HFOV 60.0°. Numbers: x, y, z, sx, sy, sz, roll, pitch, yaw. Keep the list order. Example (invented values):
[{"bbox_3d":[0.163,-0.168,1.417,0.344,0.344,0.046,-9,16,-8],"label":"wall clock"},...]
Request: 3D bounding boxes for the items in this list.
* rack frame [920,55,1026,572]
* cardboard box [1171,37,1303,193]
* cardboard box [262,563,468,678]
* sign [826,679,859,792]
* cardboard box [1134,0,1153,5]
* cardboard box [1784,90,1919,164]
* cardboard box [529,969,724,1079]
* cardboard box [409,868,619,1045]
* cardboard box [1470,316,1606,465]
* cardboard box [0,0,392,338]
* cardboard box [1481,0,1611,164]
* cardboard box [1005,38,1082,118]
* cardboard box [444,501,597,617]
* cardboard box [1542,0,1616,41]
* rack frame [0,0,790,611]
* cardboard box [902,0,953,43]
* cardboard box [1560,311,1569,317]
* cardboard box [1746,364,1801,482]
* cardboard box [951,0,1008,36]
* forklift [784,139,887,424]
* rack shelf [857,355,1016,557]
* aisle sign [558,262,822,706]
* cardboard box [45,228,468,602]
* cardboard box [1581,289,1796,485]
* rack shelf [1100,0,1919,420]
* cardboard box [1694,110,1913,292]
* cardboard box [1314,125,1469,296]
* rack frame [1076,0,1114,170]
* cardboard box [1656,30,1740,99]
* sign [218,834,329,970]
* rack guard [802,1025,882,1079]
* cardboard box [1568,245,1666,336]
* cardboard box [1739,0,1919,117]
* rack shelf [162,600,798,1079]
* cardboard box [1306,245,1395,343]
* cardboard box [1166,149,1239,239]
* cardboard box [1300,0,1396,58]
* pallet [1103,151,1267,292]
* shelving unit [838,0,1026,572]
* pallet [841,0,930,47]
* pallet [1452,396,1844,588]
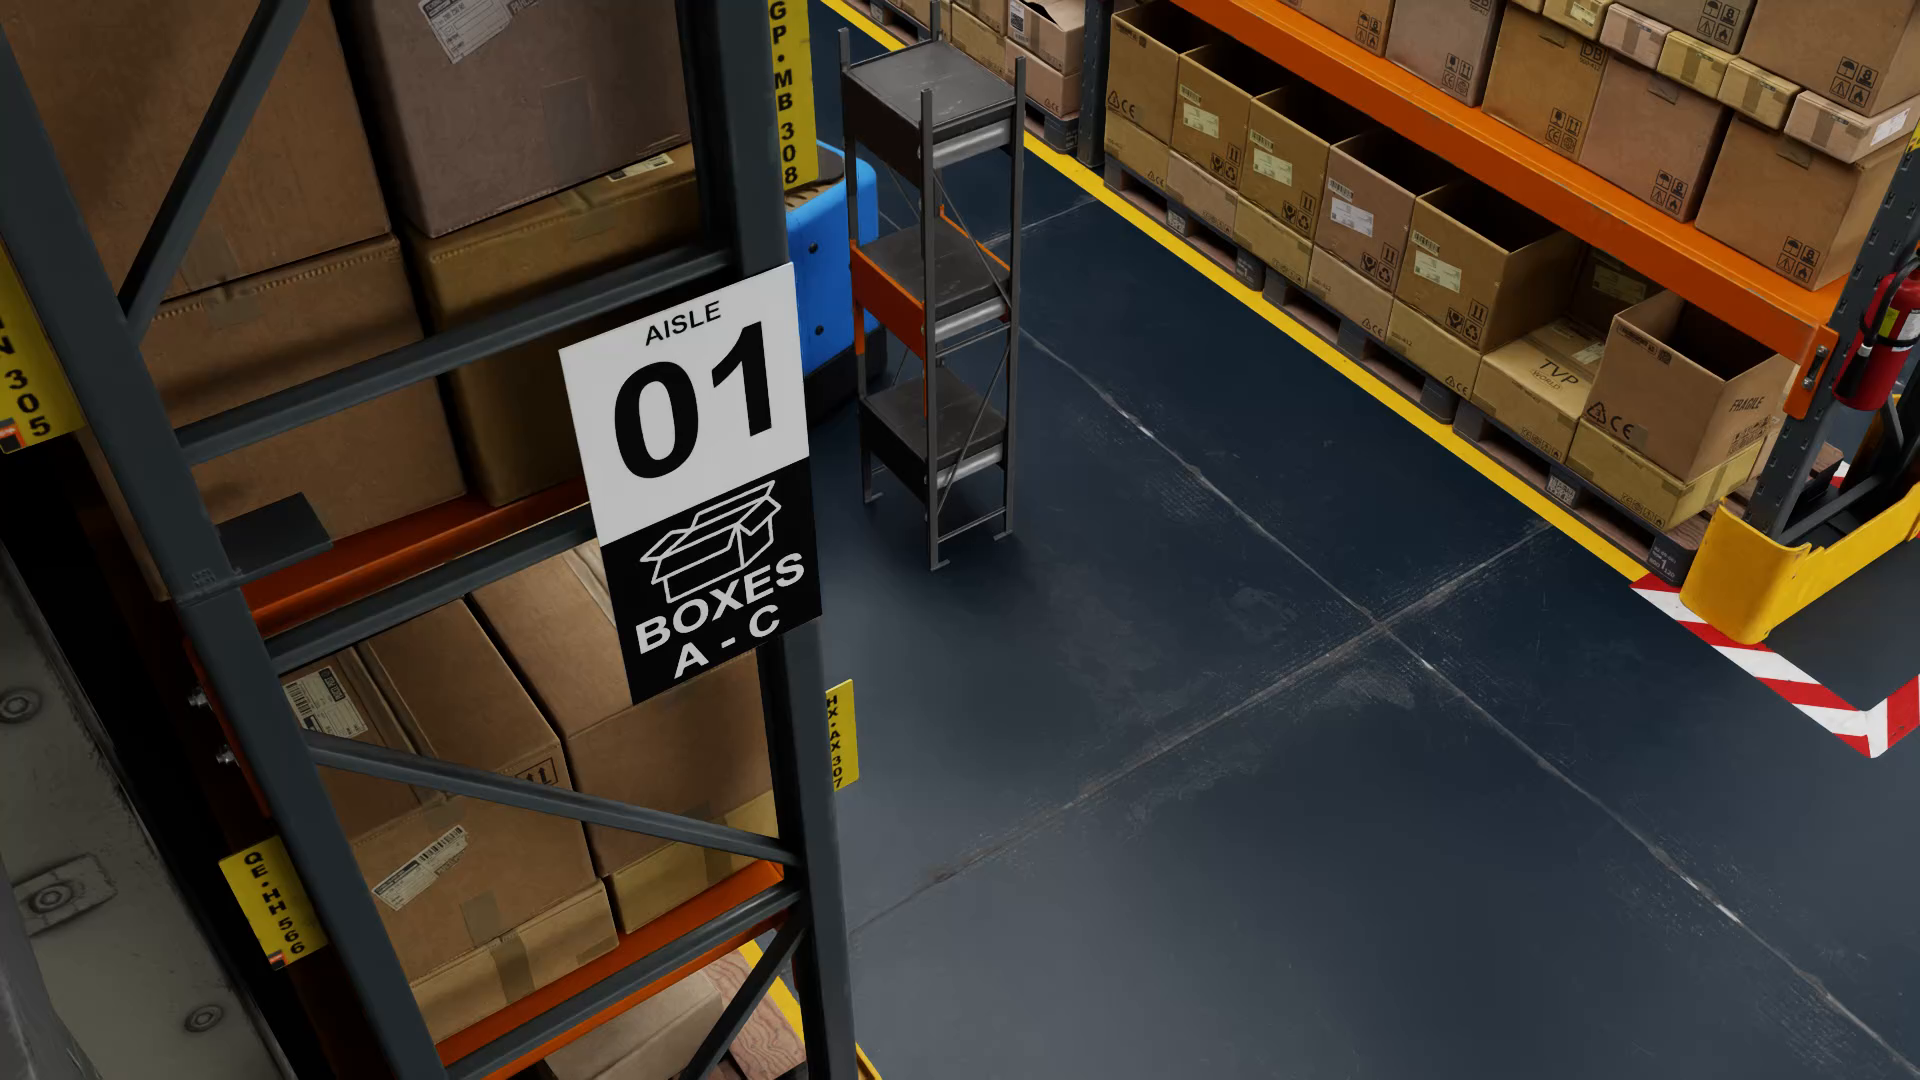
[{"bbox_3d":[0.045,-0.715,5.978,0.400,2.100,0.015,-26,49,-24],"label":"rack frame"},{"bbox_3d":[1.366,-2.036,7.855,0.500,0.500,0.500,-26,49,-24],"label":"cardboard box"},{"bbox_3d":[-1.432,0.254,3.862,0.500,0.500,0.500,-25,49,-24],"label":"cardboard box"},{"bbox_3d":[-0.263,0.423,3.508,0.100,0.325,0.005,-26,49,-24],"label":"sign"},{"bbox_3d":[1.033,-2.967,8.966,0.500,0.311,0.500,-26,49,-24],"label":"cardboard box"},{"bbox_3d":[2.978,-1.420,5.523,0.380,0.149,0.250,-27,50,-25],"label":"cardboard box"},{"bbox_3d":[-1.030,1.337,4.806,0.500,0.311,0.500,-31,52,-29],"label":"cardboard box"},{"bbox_3d":[-1.134,0.809,3.824,0.500,0.250,0.500,-25,49,-24],"label":"cardboard box"},{"bbox_3d":[2.508,-0.631,6.926,0.500,0.250,0.500,-26,49,-24],"label":"cardboard box"},{"bbox_3d":[-1.169,-0.680,2.307,0.500,0.500,0.500,-24,48,-23],"label":"cardboard box"},{"bbox_3d":[2.513,-1.893,6.488,0.700,0.500,0.500,-25,49,-24],"label":"cardboard box"},{"bbox_3d":[0.590,-2.552,8.938,0.500,0.250,0.500,-26,50,-25],"label":"cardboard box"},{"bbox_3d":[-1.009,0.053,4.073,0.500,0.500,0.500,-26,49,-24],"label":"cardboard box"},{"bbox_3d":[2.388,-2.005,6.136,0.380,0.149,0.250,-24,49,-23],"label":"cardboard box"},{"bbox_3d":[-0.708,-1.219,1.511,1.000,3.000,0.127,-26,49,-24],"label":"rack frame"},{"bbox_3d":[0.009,-3.128,9.542,0.500,0.250,0.500,-25,49,-24],"label":"cardboard box"},{"bbox_3d":[2.654,-1.122,7.441,0.500,0.250,0.500,-26,49,-24],"label":"cardboard box"},{"bbox_3d":[3.229,-0.557,6.849,0.500,0.250,0.500,-26,49,-24],"label":"cardboard box"},{"bbox_3d":[0.295,-3.042,9.046,0.500,0.311,0.500,-24,49,-23],"label":"cardboard box"},{"bbox_3d":[-1.782,-2.211,6.943,3.031,2.935,1.130,30,51,28],"label":"forklift"},{"bbox_3d":[-0.095,-0.337,6.616,0.431,0.518,0.480,-26,49,-24],"label":"rack shelf"},{"bbox_3d":[-0.421,-0.068,2.766,0.394,0.787,0.004,-26,49,-24],"label":"aisle sign"},{"bbox_3d":[-1.154,-0.314,2.648,0.500,0.500,0.500,-22,48,-22],"label":"cardboard box"},{"bbox_3d":[2.802,-0.623,6.375,0.500,0.500,0.500,-26,49,-24],"label":"cardboard box"},{"bbox_3d":[2.209,-1.881,7.069,1.077,0.370,4.000,-26,49,-24],"label":"rack shelf"},{"bbox_3d":[3.096,-1.314,5.882,0.700,0.500,0.500,-26,49,-24],"label":"cardboard box"},{"bbox_3d":[1.933,-1.467,7.259,0.500,0.500,0.500,-26,49,-24],"label":"cardboard box"},{"bbox_3d":[1.065,-3.274,8.007,1.000,3.000,0.127,-26,49,-24],"label":"rack frame"},{"bbox_3d":[2.681,-1.713,5.830,0.380,0.149,0.250,-26,50,-25],"label":"cardboard box"},{"bbox_3d":[-1.175,0.625,2.855,0.100,0.325,0.005,-26,49,-24],"label":"sign"},{"bbox_3d":[-0.751,1.812,4.490,1.175,0.500,0.348,-26,49,-24],"label":"rack guard"},{"bbox_3d":[2.941,-1.111,6.886,0.500,0.500,0.500,-26,49,-24],"label":"cardboard box"},{"bbox_3d":[3.066,-1.813,5.465,0.700,0.500,0.500,-26,49,-24],"label":"cardboard box"},{"bbox_3d":[-1.852,0.078,5.017,1.077,0.370,4.000,-26,49,-24],"label":"rack shelf"},{"bbox_3d":[1.936,-1.198,7.519,0.500,0.250,0.500,-26,49,-24],"label":"cardboard box"},{"bbox_3d":[1.363,-1.764,8.112,0.500,0.250,0.500,-26,49,-24],"label":"cardboard box"},{"bbox_3d":[1.915,-2.479,7.102,0.700,0.500,0.500,-25,49,-24],"label":"cardboard box"},{"bbox_3d":[1.485,-1.798,8.481,1.003,0.211,1.213,-26,49,-24],"label":"pallet"},{"bbox_3d":[-0.095,-0.853,6.123,0.431,2.100,0.503,-26,49,-24],"label":"shelving unit"},{"bbox_3d":[-0.091,-3.359,10.115,1.003,0.211,1.213,-26,49,-24],"label":"pallet"},{"bbox_3d":[2.881,-0.416,7.033,1.003,0.211,1.213,-26,49,-24],"label":"pallet"}]
